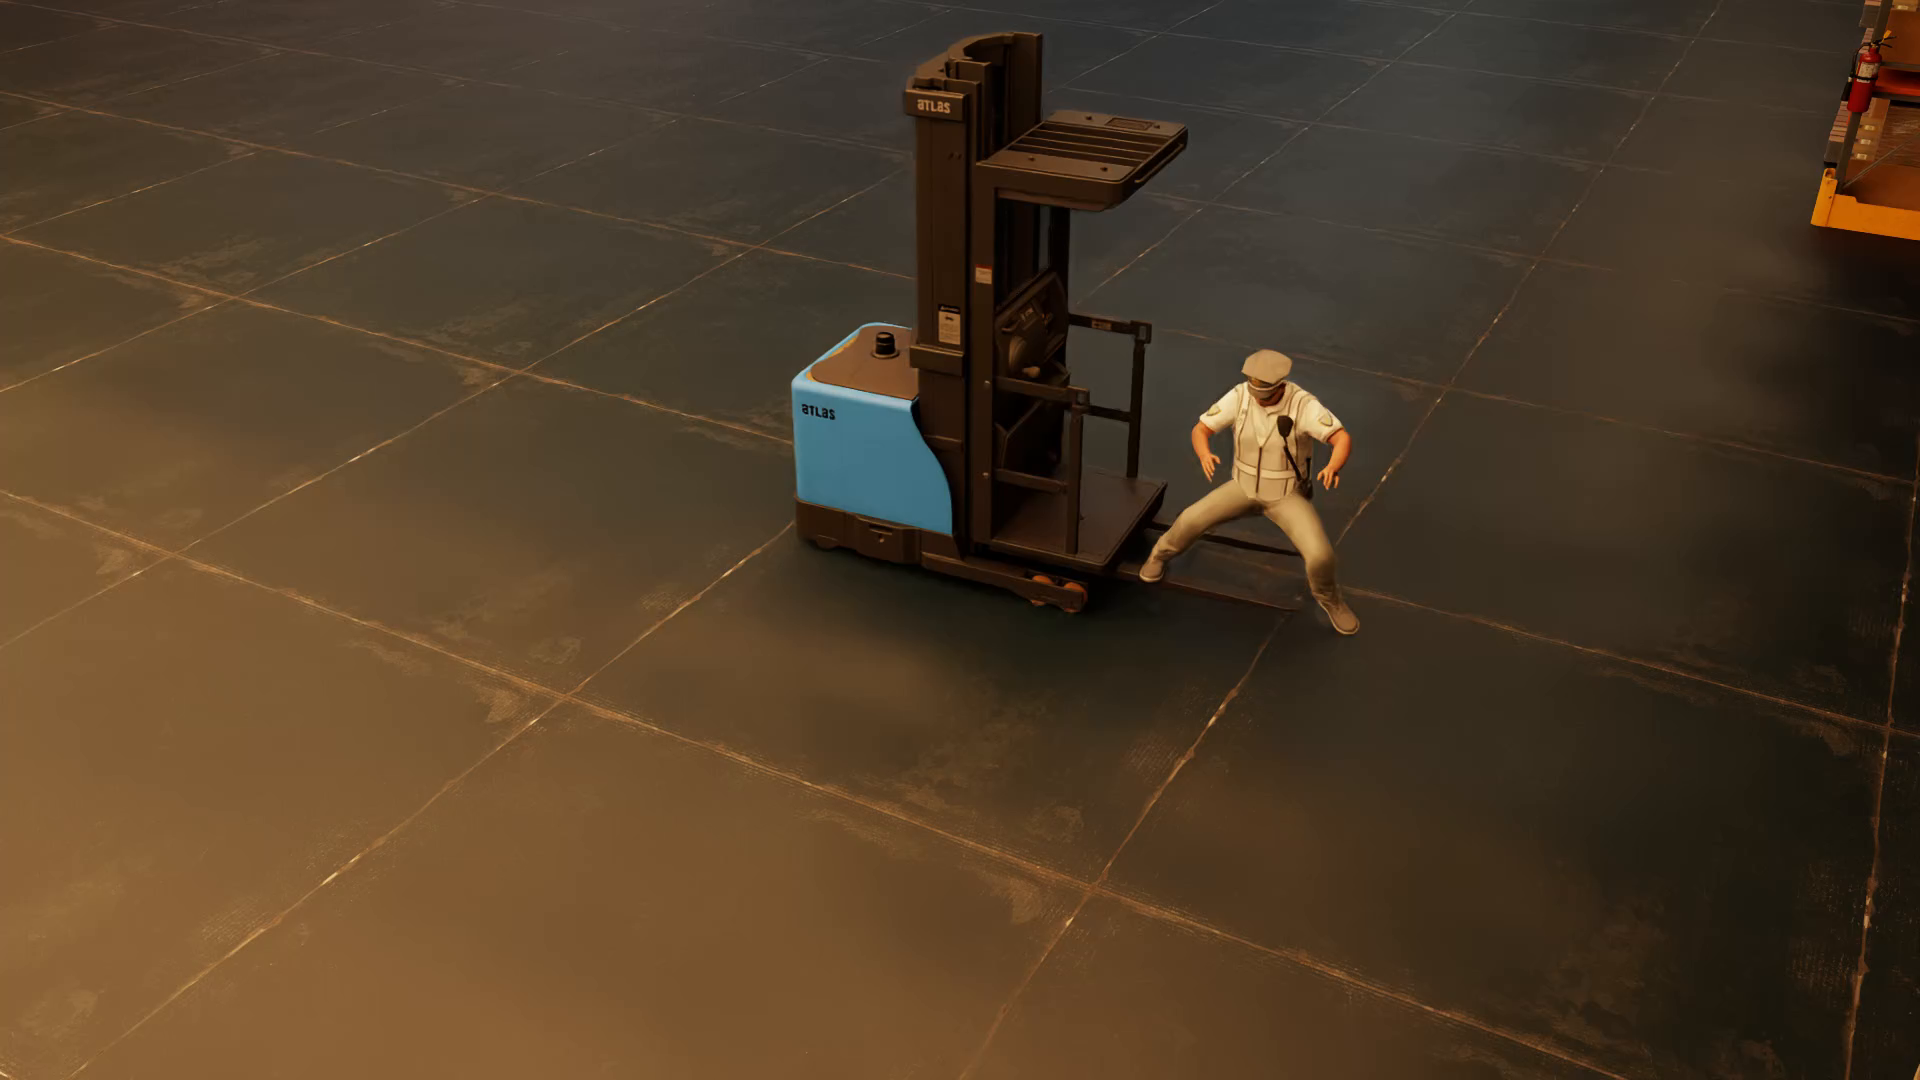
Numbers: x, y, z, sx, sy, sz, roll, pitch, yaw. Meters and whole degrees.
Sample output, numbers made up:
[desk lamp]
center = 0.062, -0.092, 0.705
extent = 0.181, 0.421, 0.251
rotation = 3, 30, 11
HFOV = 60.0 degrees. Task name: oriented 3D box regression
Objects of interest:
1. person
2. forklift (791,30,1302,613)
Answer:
[person]
center = 1.616, -0.255, 8.833
extent = 1.165, 1.508, 0.735
rotation = 17, 34, 27
[forklift]
center = 0.579, -1.165, 9.088
extent = 3.031, 2.935, 1.130
rotation = 13, 32, 21
